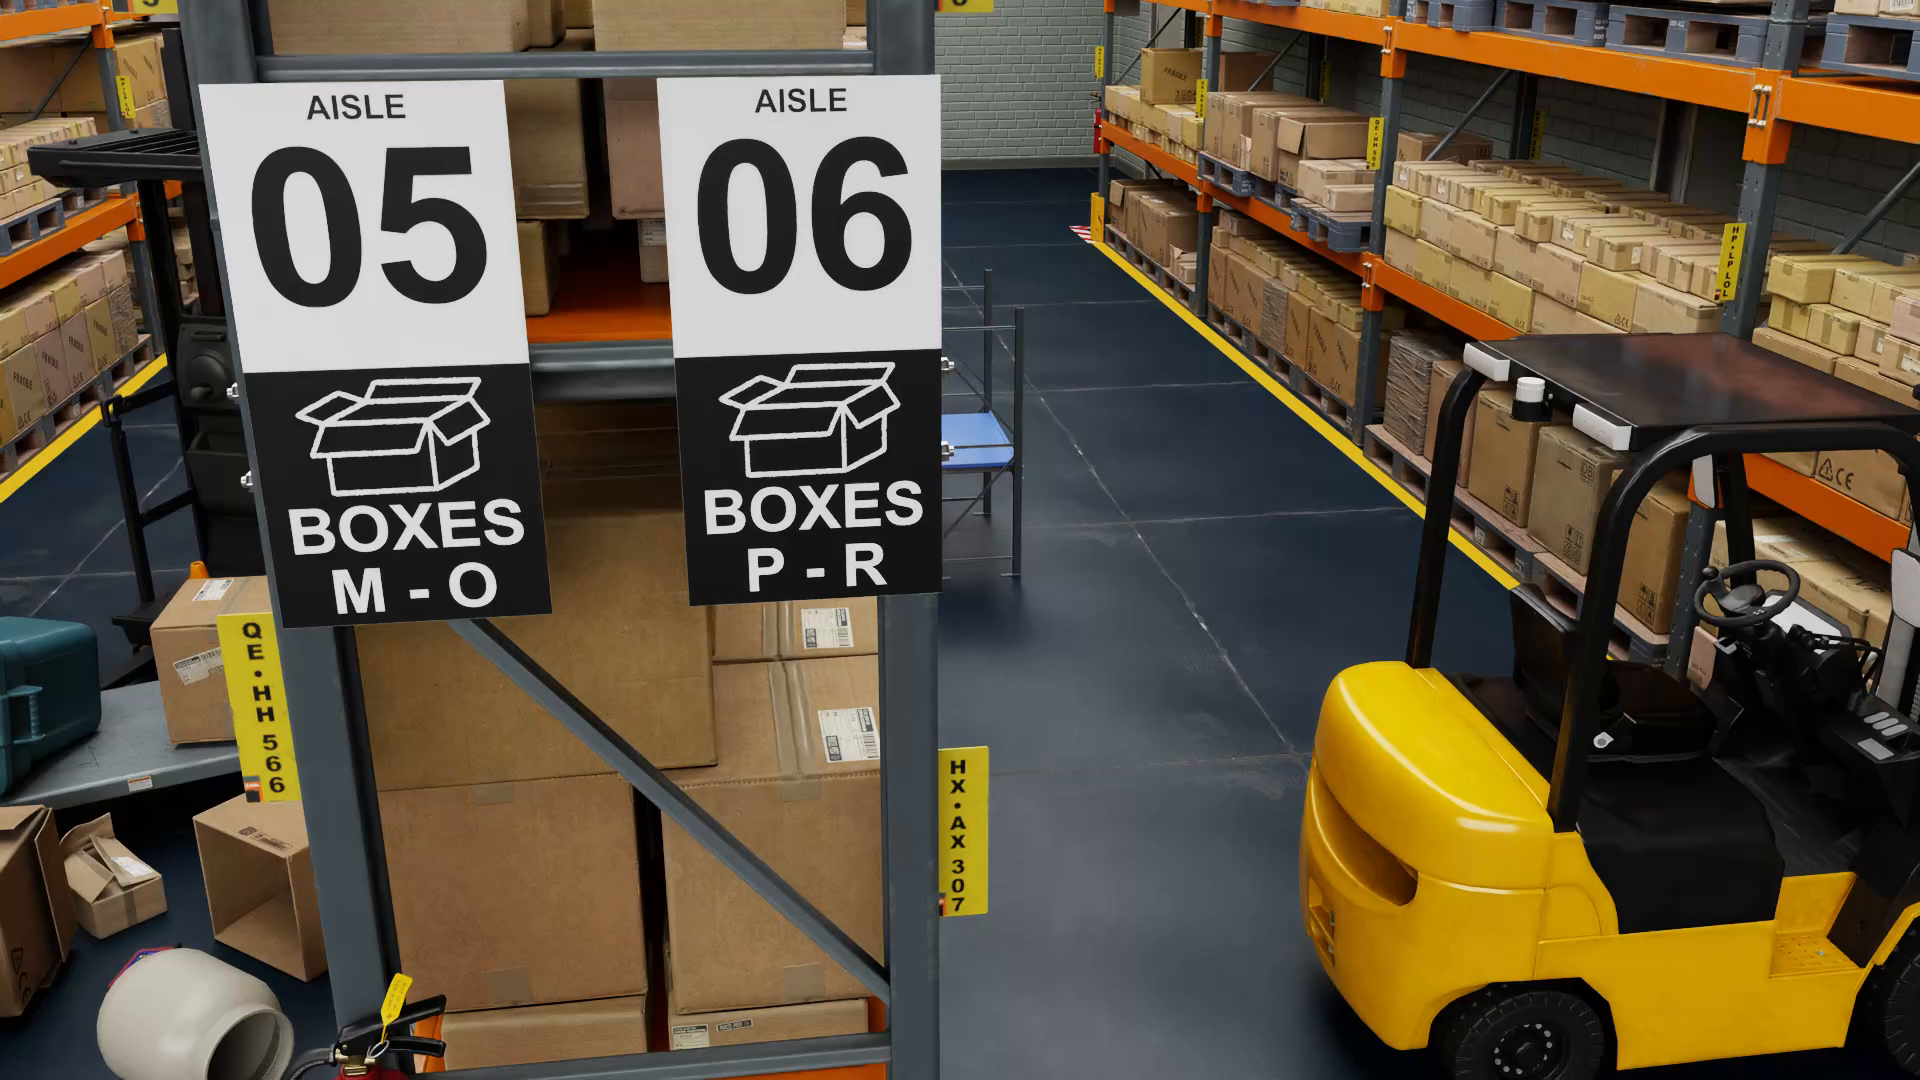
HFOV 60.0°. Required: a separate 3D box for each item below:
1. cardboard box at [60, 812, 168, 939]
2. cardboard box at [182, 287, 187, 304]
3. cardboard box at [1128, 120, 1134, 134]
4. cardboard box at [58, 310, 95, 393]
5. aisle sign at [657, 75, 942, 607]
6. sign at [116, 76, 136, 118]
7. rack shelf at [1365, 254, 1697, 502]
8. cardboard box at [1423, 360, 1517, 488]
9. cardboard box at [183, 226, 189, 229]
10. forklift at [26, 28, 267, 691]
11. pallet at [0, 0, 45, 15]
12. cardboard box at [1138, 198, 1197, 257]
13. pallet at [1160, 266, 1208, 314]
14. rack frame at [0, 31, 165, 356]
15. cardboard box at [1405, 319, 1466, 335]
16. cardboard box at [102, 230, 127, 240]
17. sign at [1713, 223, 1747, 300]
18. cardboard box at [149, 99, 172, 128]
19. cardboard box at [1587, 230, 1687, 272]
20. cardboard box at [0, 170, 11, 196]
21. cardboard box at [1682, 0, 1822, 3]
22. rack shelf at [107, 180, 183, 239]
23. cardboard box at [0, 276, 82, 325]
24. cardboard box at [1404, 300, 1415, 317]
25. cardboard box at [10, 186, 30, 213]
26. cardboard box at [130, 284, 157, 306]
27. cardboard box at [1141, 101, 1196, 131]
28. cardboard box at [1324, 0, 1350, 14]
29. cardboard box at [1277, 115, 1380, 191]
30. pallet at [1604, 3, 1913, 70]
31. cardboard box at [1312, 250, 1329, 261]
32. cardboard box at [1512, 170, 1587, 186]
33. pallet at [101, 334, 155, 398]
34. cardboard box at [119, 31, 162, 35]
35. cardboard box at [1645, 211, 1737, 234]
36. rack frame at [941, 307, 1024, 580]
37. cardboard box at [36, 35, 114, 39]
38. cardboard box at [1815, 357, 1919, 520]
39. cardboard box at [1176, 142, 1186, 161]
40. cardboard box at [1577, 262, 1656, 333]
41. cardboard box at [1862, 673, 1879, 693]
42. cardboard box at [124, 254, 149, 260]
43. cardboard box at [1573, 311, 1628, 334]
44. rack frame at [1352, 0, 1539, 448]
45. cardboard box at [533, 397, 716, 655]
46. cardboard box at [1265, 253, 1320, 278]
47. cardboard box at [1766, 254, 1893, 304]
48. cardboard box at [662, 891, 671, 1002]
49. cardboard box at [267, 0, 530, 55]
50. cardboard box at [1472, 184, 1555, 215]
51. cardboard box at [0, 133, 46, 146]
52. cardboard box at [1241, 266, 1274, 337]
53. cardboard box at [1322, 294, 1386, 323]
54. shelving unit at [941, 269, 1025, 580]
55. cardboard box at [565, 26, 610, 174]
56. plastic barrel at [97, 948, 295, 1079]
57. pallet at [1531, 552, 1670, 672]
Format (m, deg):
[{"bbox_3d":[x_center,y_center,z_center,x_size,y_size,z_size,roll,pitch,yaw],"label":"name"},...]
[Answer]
[{"bbox_3d":[-3.122,1.221,6.066,0.396,0.266,0.258,17,27,39],"label":"cardboard box"},{"bbox_3d":[-7.012,-2.114,14.564,0.380,0.149,0.250,-3,21,-8],"label":"cardboard box"},{"bbox_3d":[1.973,-4.345,17.422,0.380,0.149,0.250,-2,21,-6],"label":"cardboard box"},{"bbox_3d":[-6.653,-1.362,12.047,0.500,0.500,0.500,-3,21,-9],"label":"cardboard box"},{"bbox_3d":[-0.223,-0.277,2.455,0.394,0.787,0.004,-3,21,-8],"label":"aisle sign"},{"bbox_3d":[-6.603,-3.507,13.163,0.100,0.325,0.005,-3,21,-8],"label":"sign"},{"bbox_3d":[3.508,-1.057,9.287,1.077,0.370,4.000,-3,21,-8],"label":"rack shelf"},{"bbox_3d":[3.398,-0.728,10.172,0.875,0.625,0.625,-2,21,-6],"label":"cardboard box"},{"bbox_3d":[-7.191,-2.933,15.906,0.380,0.149,0.250,-2,21,-6],"label":"cardboard box"},{"bbox_3d":[-3.322,-0.798,7.664,1.130,2.935,3.031,4,21,12],"label":"forklift"},{"bbox_3d":[-7.016,-3.674,11.247,1.213,0.211,1.003,-3,21,-8],"label":"pallet"},{"bbox_3d":[2.123,-3.179,16.914,0.500,0.500,0.500,-3,21,-7],"label":"cardboard box"},{"bbox_3d":[2.545,-2.403,15.848,1.003,0.211,1.213,-3,21,-8],"label":"pallet"},{"bbox_3d":[-7.152,-2.935,13.287,1.000,3.000,0.127,-3,21,-8],"label":"rack frame"},{"bbox_3d":[3.436,-1.272,11.807,0.500,0.500,0.500,-2,21,-6],"label":"cardboard box"},{"bbox_3d":[-7.780,-2.807,15.567,0.380,0.149,0.250,-3,21,-7],"label":"cardboard box"},{"bbox_3d":[3.261,-1.176,7.036,0.100,0.325,0.005,-3,21,-8],"label":"sign"},{"bbox_3d":[-7.053,-3.476,14.168,0.500,0.500,0.500,-3,21,-8],"label":"cardboard box"},{"bbox_3d":[3.320,-1.419,8.159,0.380,0.149,0.250,-4,21,-9],"label":"cardboard box"},{"bbox_3d":[-6.634,-2.392,11.166,0.380,0.149,0.250,-3,21,-8],"label":"cardboard box"},{"bbox_3d":[3.451,-2.547,7.345,0.500,0.311,0.500,-4,21,-9],"label":"cardboard box"},{"bbox_3d":[-7.440,-3.290,15.267,1.077,0.370,4.000,-3,21,-8],"label":"rack shelf"},{"bbox_3d":[-6.643,-1.706,11.897,0.500,0.250,0.500,-4,21,-10],"label":"cardboard box"},{"bbox_3d":[3.441,-1.706,12.041,0.380,0.149,0.250,-2,21,-6],"label":"cardboard box"},{"bbox_3d":[-6.669,-2.343,11.462,0.380,0.149,0.250,-4,21,-10],"label":"cardboard box"},{"bbox_3d":[-6.888,-2.077,14.040,0.380,0.149,0.250,-2,21,-5],"label":"cardboard box"},{"bbox_3d":[2.109,-4.229,16.540,0.500,0.250,0.500,-3,21,-9],"label":"cardboard box"},{"bbox_3d":[2.832,-3.761,11.425,0.500,0.250,0.500,-3,21,-8],"label":"cardboard box"},{"bbox_3d":[2.801,-2.887,12.412,0.797,0.503,0.637,-3,21,-9],"label":"cardboard box"},{"bbox_3d":[3.656,-2.322,7.631,0.805,0.209,1.217,-4,21,-10],"label":"pallet"},{"bbox_3d":[3.118,-2.328,13.707,0.380,0.149,0.250,-2,21,-6],"label":"cardboard box"},{"bbox_3d":[3.592,-2.157,10.134,0.380,0.149,0.250,-3,21,-8],"label":"cardboard box"},{"bbox_3d":[-7.038,-1.359,13.053,1.003,0.211,1.213,-3,21,-8],"label":"pallet"},{"bbox_3d":[-7.180,-4.291,14.920,0.500,0.500,0.500,-4,21,-10],"label":"cardboard box"},{"bbox_3d":[3.826,-1.629,8.720,0.380,0.149,0.250,-3,21,-8],"label":"cardboard box"},{"bbox_3d":[0.086,-0.497,8.903,0.500,1.500,0.032,-3,21,-8],"label":"rack frame"},{"bbox_3d":[-7.627,-4.095,14.397,0.500,0.500,0.500,-2,21,-6],"label":"cardboard box"},{"bbox_3d":[3.693,-0.402,6.362,0.500,0.500,0.500,-3,21,-7],"label":"cardboard box"},{"bbox_3d":[2.227,-3.629,15.505,0.380,0.149,0.250,-2,21,-6],"label":"cardboard box"},{"bbox_3d":[3.391,-1.200,8.142,0.500,0.250,0.500,-3,21,-9],"label":"cardboard box"},{"bbox_3d":[3.696,0.688,6.203,0.500,0.250,0.500,-3,21,-8],"label":"cardboard box"},{"bbox_3d":[-7.063,-2.388,14.447,0.380,0.149,0.250,-3,21,-9],"label":"cardboard box"},{"bbox_3d":[3.387,-0.966,8.230,0.500,0.250,0.500,-3,21,-8],"label":"cardboard box"},{"bbox_3d":[3.220,-2.086,11.015,1.000,3.000,0.127,-3,21,-8],"label":"rack frame"},{"bbox_3d":[-0.894,-0.061,3.595,0.700,0.500,0.500,-3,21,-7],"label":"cardboard box"},{"bbox_3d":[2.682,-2.214,13.403,0.380,0.149,0.250,-2,21,-6],"label":"cardboard box"},{"bbox_3d":[3.549,-1.066,6.788,0.380,0.149,0.250,-2,21,-7],"label":"cardboard box"},{"bbox_3d":[-0.433,0.838,3.544,0.380,0.149,0.250,-3,21,-7],"label":"cardboard box"},{"bbox_3d":[-0.879,-0.828,2.578,0.380,0.149,0.250,-3,21,-7],"label":"cardboard box"},{"bbox_3d":[3.192,-1.956,9.597,0.380,0.149,0.250,-3,21,-7],"label":"cardboard box"},{"bbox_3d":[-6.756,-2.805,11.847,0.380,0.149,0.250,-4,21,-10],"label":"cardboard box"},{"bbox_3d":[2.644,-1.961,13.653,0.500,0.500,0.500,-4,21,-9],"label":"cardboard box"},{"bbox_3d":[2.828,-1.667,11.938,0.380,0.149,0.250,-4,21,-11],"label":"cardboard box"},{"bbox_3d":[0.012,-0.673,9.375,0.538,1.500,1.048,-3,21,-8],"label":"shelving unit"},{"bbox_3d":[-0.937,-0.878,3.281,0.500,0.250,0.500,-3,21,-8],"label":"cardboard box"},{"bbox_3d":[-2.334,1.503,5.086,0.512,0.421,0.421,12,24,30],"label":"plastic barrel"},{"bbox_3d":[3.651,0.352,8.472,1.003,0.211,1.213,-3,21,-8],"label":"pallet"}]
